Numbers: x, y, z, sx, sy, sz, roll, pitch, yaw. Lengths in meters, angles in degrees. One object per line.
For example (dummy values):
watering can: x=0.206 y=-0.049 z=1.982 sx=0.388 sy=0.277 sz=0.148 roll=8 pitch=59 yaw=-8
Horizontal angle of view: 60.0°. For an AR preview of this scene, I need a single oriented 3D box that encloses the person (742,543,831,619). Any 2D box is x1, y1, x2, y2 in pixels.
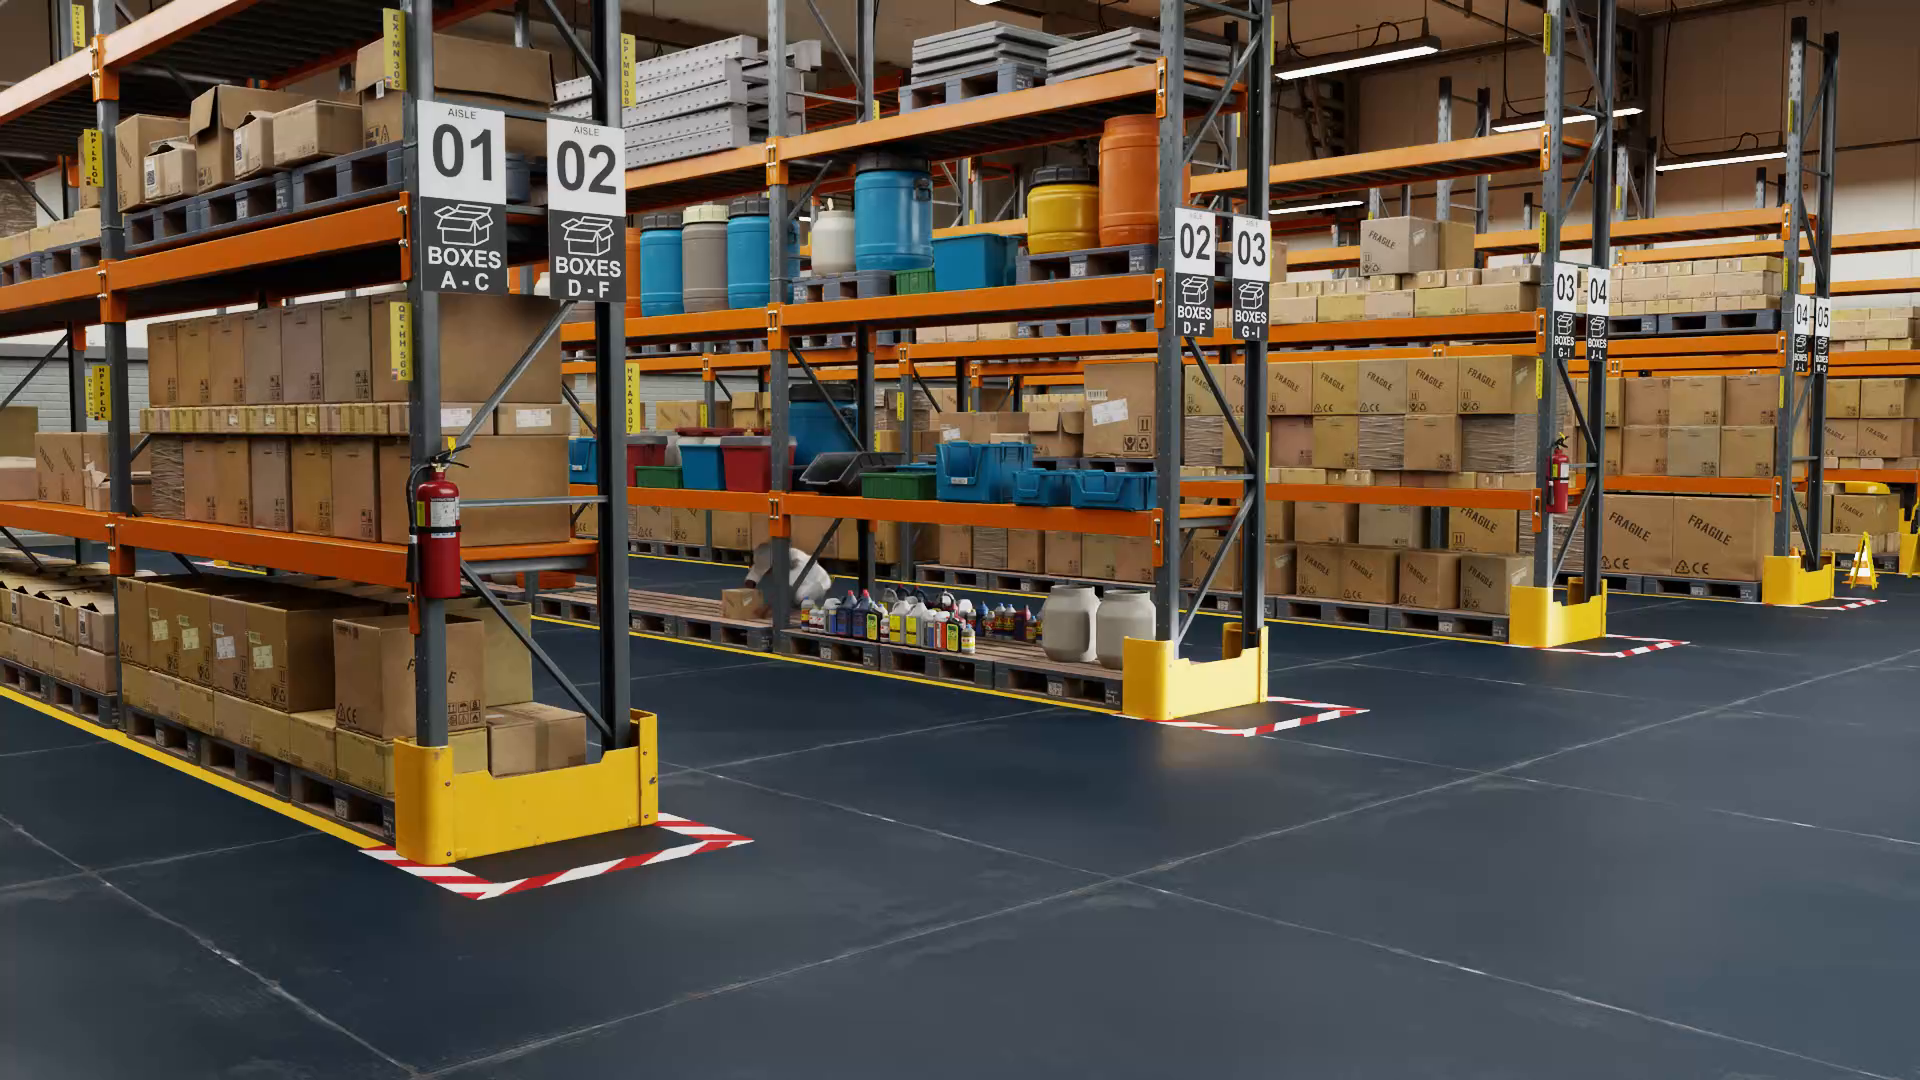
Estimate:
person: x=-1.589 y=0.429 z=14.673 sx=0.534 sy=0.840 sz=1.191 roll=2 pitch=5 yaw=30
